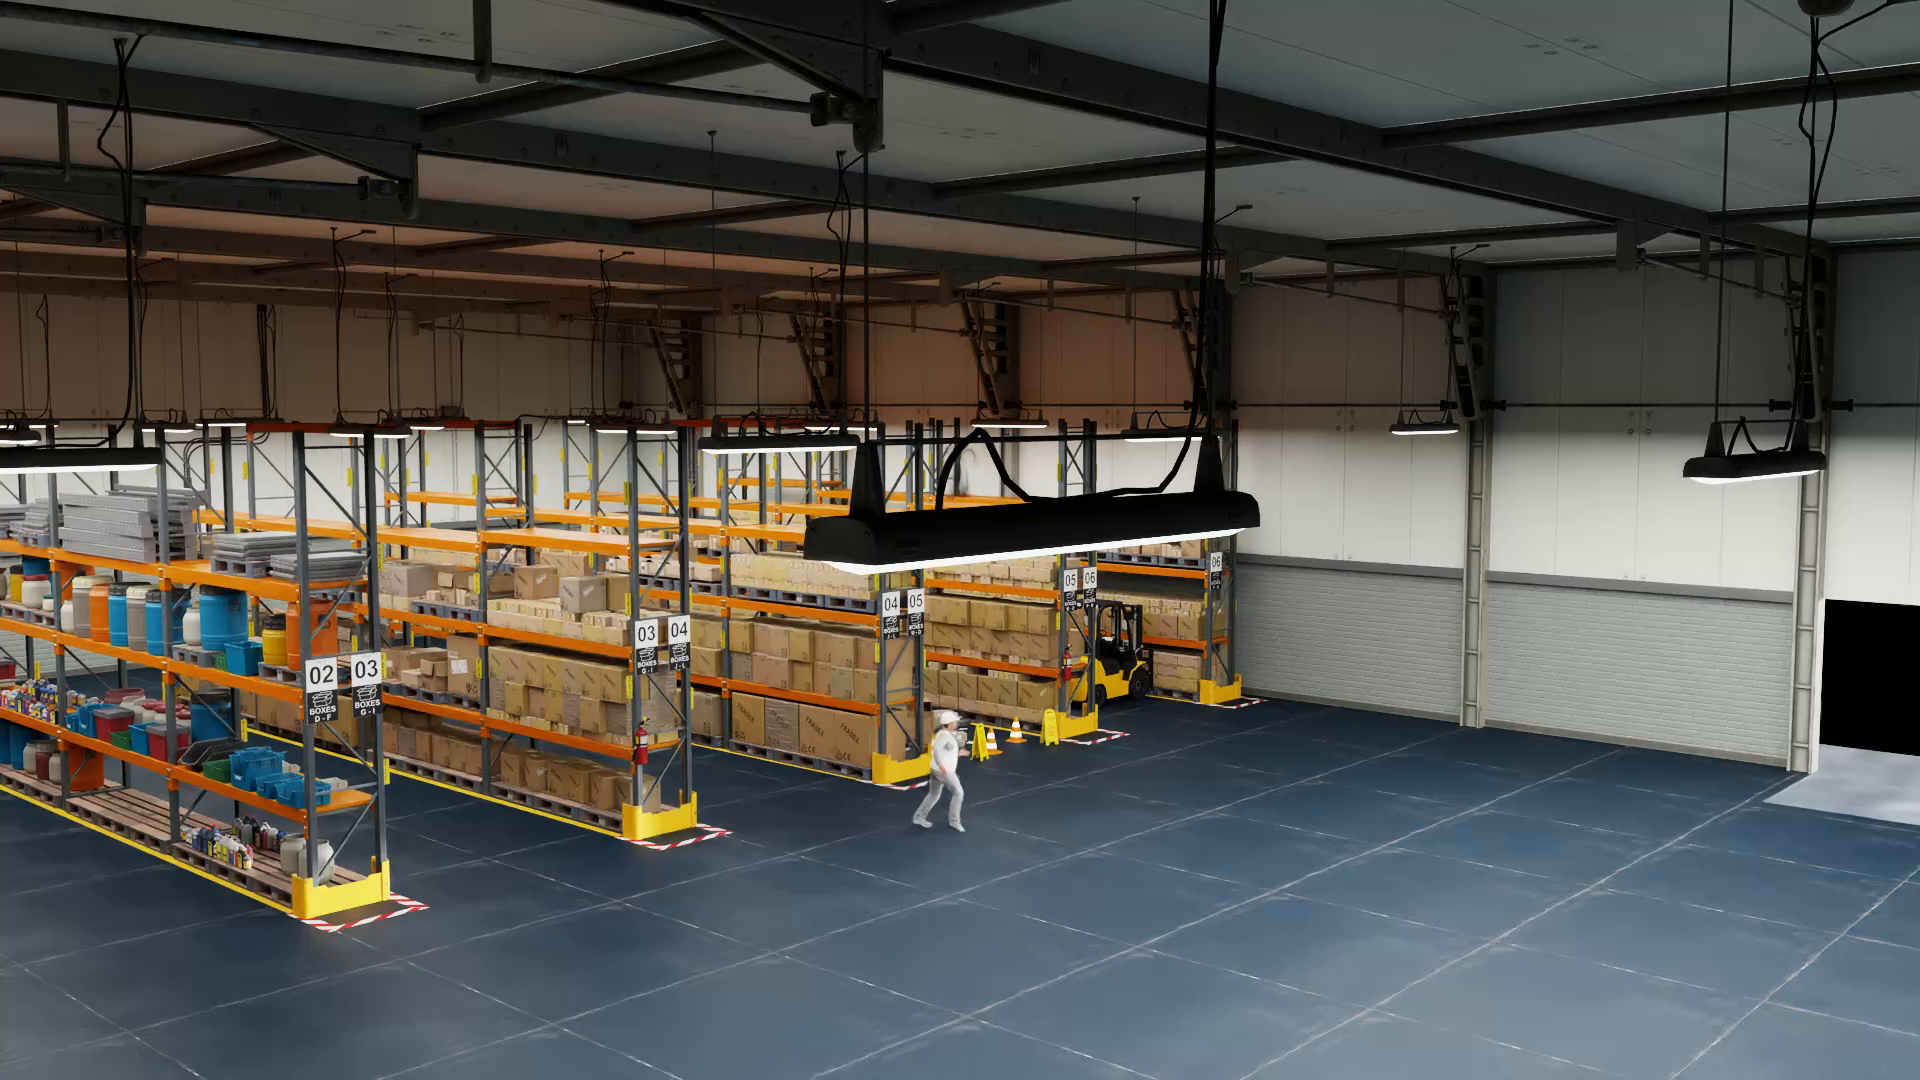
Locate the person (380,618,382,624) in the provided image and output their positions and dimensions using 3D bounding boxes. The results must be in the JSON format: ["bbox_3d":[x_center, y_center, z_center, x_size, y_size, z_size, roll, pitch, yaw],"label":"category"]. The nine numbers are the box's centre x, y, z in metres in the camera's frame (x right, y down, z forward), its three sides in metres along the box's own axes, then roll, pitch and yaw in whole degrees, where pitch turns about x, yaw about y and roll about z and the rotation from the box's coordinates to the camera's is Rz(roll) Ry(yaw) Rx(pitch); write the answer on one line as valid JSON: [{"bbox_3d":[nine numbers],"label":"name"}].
[{"bbox_3d":[-12.835,2.533,36.485,0.827,1.686,0.573,3,6,35],"label":"person"}]

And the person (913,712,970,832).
[{"bbox_3d":[-0.255,3.454,24.657,0.891,1.826,0.594,-2,5,-19],"label":"person"}]
